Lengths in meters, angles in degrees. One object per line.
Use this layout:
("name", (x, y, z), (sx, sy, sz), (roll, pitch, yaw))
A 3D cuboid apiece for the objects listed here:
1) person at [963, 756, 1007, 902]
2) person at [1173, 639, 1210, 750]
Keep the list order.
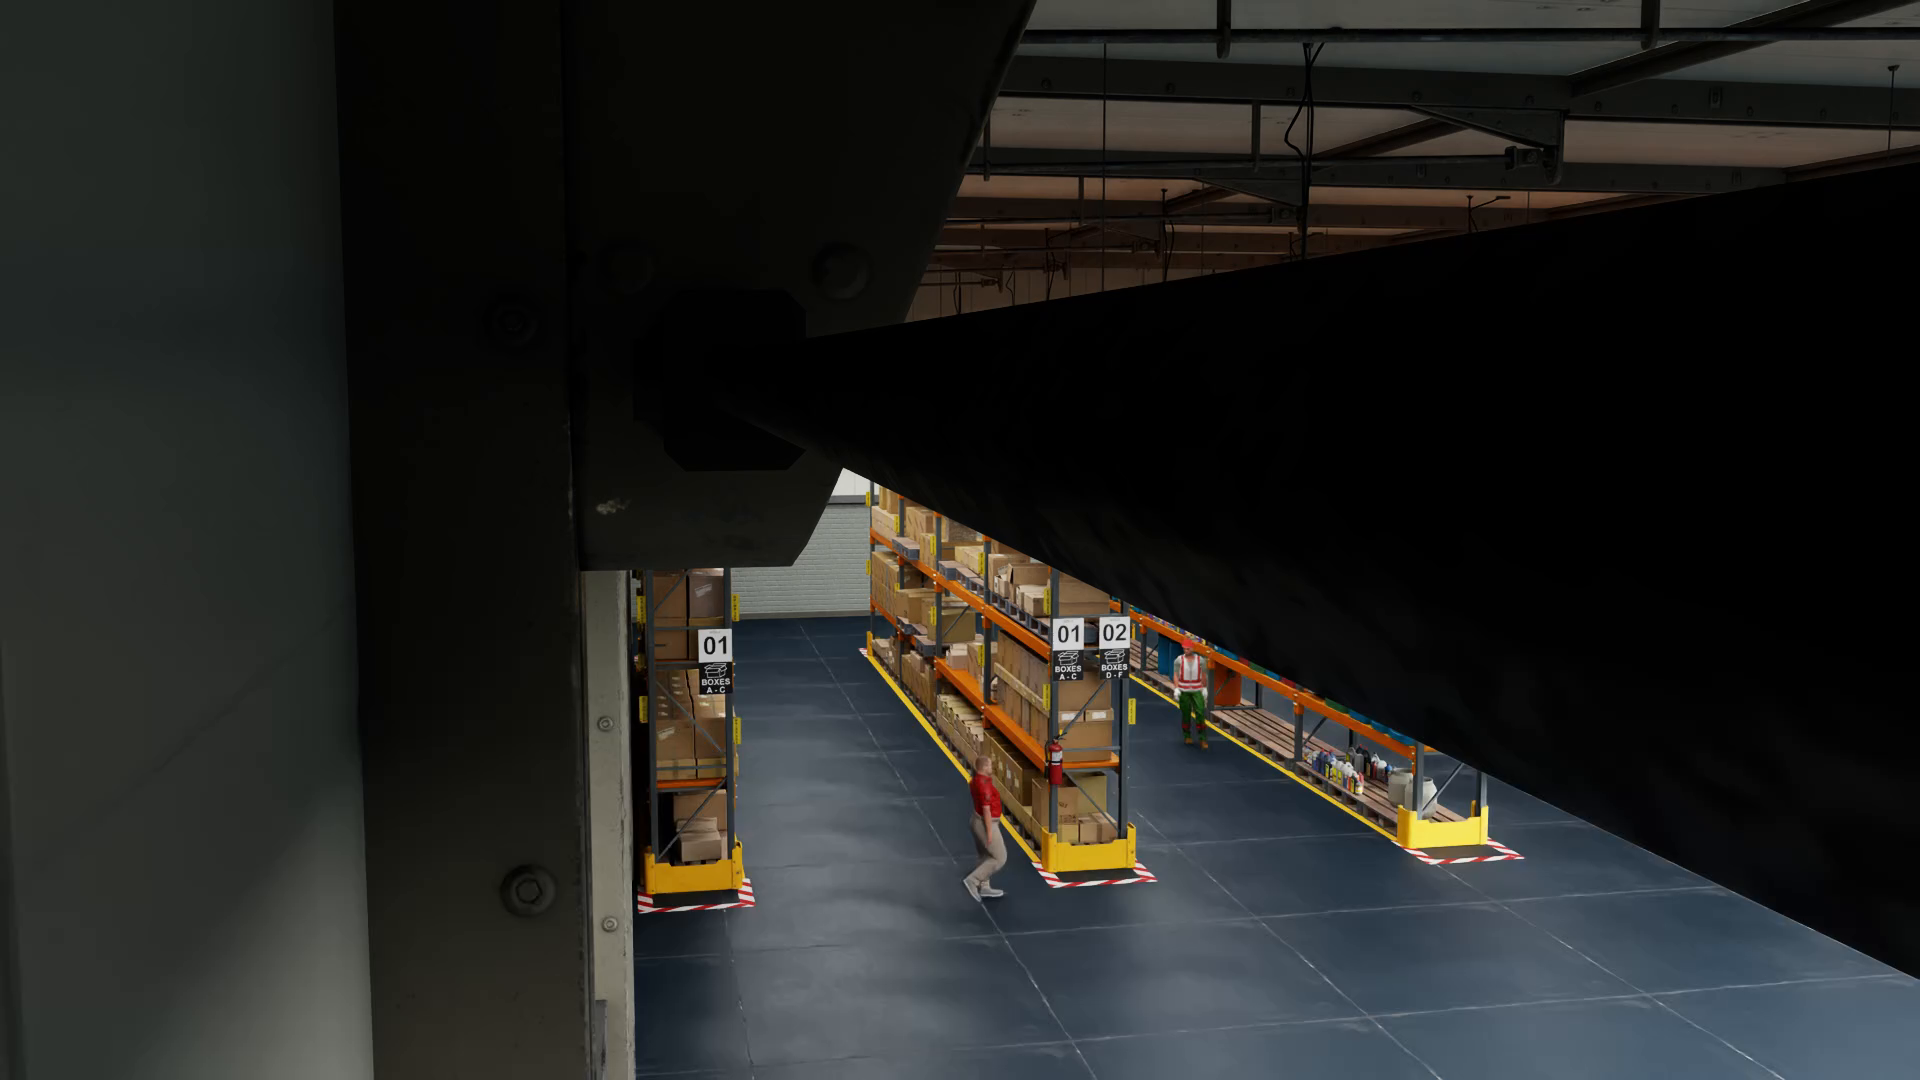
("person", (0.263, 3.447, 19.682), (0.556, 1.629, 0.556), (-2, 6, -16))
("person", (3.856, 2.552, 27.706), (0.601, 1.790, 0.655), (1, 6, 5))
